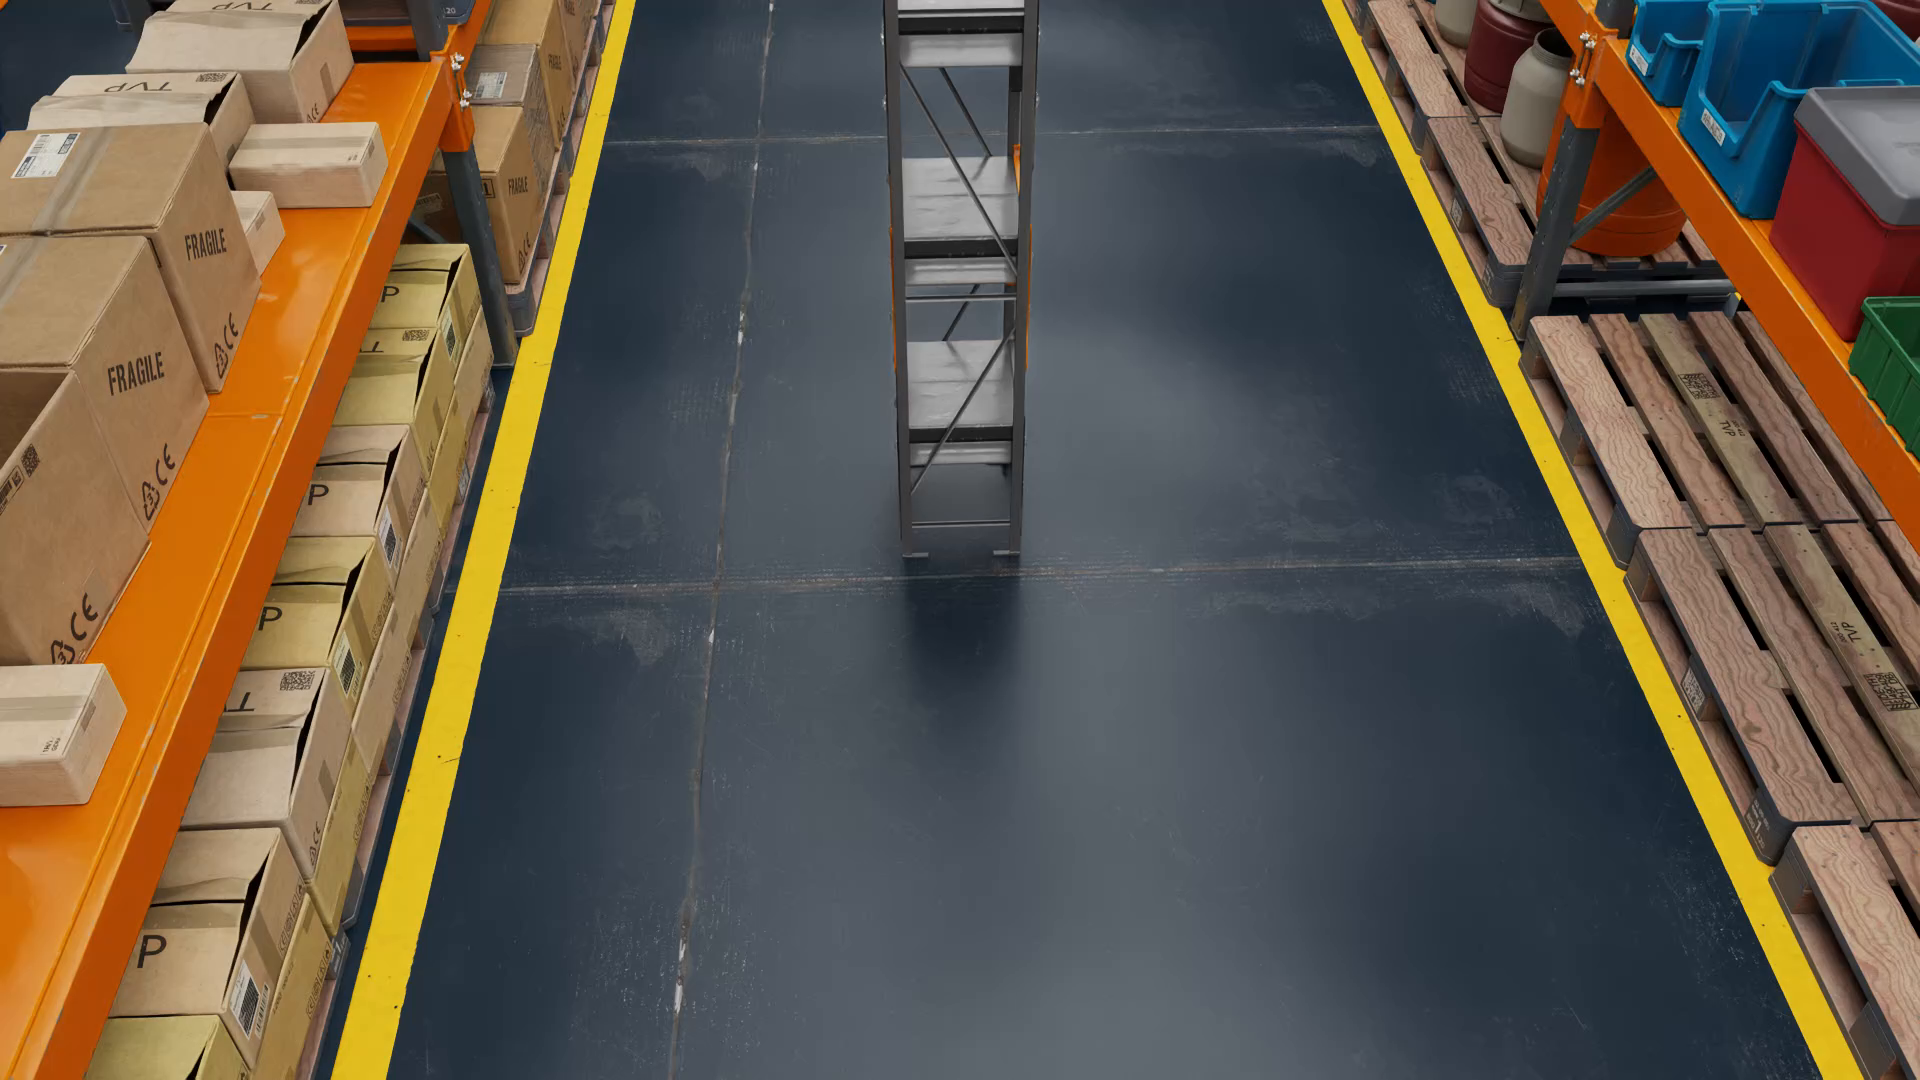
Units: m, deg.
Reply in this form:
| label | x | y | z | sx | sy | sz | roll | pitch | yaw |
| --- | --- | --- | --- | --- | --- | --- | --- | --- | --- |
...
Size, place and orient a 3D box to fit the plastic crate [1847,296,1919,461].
| label | x | y | z | sx | sy | sz | roll | pitch | yaw |
| --- | --- | --- | --- | --- | --- | --- | --- | --- | --- |
| plastic crate | 2.524 | -0.330 | 4.047 | 0.450 | 0.188 | 0.662 | -2 | 43 | -2 |

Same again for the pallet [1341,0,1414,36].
| label | x | y | z | sx | sy | sz | roll | pitch | yaw |
| --- | --- | --- | --- | --- | --- | --- | --- | --- | --- |
| pallet | 2.532 | -3.091 | 8.966 | 1.003 | 0.211 | 1.213 | -2 | 43 | -2 |

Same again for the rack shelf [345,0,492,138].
| label | x | y | z | sx | sy | sz | roll | pitch | yaw |
| --- | --- | --- | --- | --- | --- | --- | --- | --- | --- |
| rack shelf | -2.324 | -2.886 | 7.211 | 1.077 | 0.370 | 4.000 | -2 | 43 | -2 |

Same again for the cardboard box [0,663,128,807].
| label | x | y | z | sx | sy | sz | roll | pitch | yaw |
| --- | --- | --- | --- | --- | --- | --- | --- | --- | --- |
| cardboard box | -1.902 | 0.388 | 3.293 | 0.380 | 0.149 | 0.250 | -2 | 43 | -2 |

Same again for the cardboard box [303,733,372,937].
| label | x | y | z | sx | sy | sz | roll | pitch | yaw |
| --- | --- | --- | --- | --- | --- | --- | --- | --- | --- |
| cardboard box | -1.883 | 0.784 | 4.399 | 0.500 | 0.250 | 0.500 | -3 | 43 | -3 |

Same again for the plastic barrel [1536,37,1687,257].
| label | x | y | z | sx | sy | sz | roll | pitch | yaw |
| --- | --- | --- | --- | --- | --- | --- | --- | --- | --- |
| plastic barrel | 2.673 | -1.625 | 6.599 | 0.600 | 0.830 | 0.708 | -2 | 43 | -2 |

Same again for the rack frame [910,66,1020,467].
| label | x | y | z | sx | sy | sz | roll | pitch | yaw |
| --- | --- | --- | --- | --- | --- | --- | --- | --- | --- |
| rack frame | -0.017 | -1.051 | 5.342 | 0.400 | 2.100 | 0.015 | -2 | 43 | -2 |

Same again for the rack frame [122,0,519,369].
| label | x | y | z | sx | sy | sz | roll | pitch | yaw |
| --- | --- | --- | --- | --- | --- | --- | --- | --- | --- |
| rack frame | -2.239 | -1.801 | 5.495 | 1.000 | 3.000 | 0.127 | -2 | 43 | -2 |

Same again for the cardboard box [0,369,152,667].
| label | x | y | z | sx | sy | sz | roll | pitch | yaw |
| --- | --- | --- | --- | --- | --- | --- | --- | --- | --- |
| cardboard box | -2.107 | -0.012 | 3.470 | 0.500 | 0.500 | 0.500 | 1 | 43 | 1 |

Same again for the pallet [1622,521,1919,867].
| label | x | y | z | sx | sy | sz | roll | pitch | yaw |
| --- | --- | --- | --- | --- | --- | --- | --- | --- | --- |
| pallet | 2.753 | 0.433 | 5.122 | 1.003 | 0.211 | 1.213 | -2 | 43 | -2 |

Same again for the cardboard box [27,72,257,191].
| label | x | y | z | sx | sy | sz | roll | pitch | yaw |
| --- | --- | --- | --- | --- | --- | --- | --- | --- | --- |
| cardboard box | -2.394 | -1.159 | 4.861 | 0.500 | 0.311 | 0.500 | -2 | 43 | -2 |

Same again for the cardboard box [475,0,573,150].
| label | x | y | z | sx | sy | sz | roll | pitch | yaw |
| --- | --- | --- | --- | --- | --- | --- | --- | --- | --- |
| cardboard box | -2.016 | -2.049 | 7.290 | 0.500 | 0.500 | 0.500 | -2 | 43 | -2 |

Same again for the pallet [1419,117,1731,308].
| label | x | y | z | sx | sy | sz | roll | pitch | yaw |
| --- | --- | --- | --- | --- | --- | --- | --- | --- | --- |
| pallet | 2.635 | -1.444 | 7.169 | 1.003 | 0.211 | 1.213 | -2 | 43 | -2 |

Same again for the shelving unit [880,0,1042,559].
| label | x | y | z | sx | sy | sz | roll | pitch | yaw |
| --- | --- | --- | --- | --- | --- | --- | --- | --- | --- |
| shelving unit | -0.007 | -0.886 | 5.162 | 0.431 | 2.100 | 0.503 | -2 | 43 | -2 |

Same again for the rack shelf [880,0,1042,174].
| label | x | y | z | sx | sy | sz | roll | pitch | yaw |
| --- | --- | --- | --- | --- | --- | --- | --- | --- | --- |
| rack shelf | -0.007 | -1.392 | 4.699 | 0.431 | 0.518 | 0.480 | -2 | 43 | -2 |

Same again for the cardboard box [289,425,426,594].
| label | x | y | z | sx | sy | sz | roll | pitch | yaw |
| --- | --- | --- | --- | --- | --- | --- | --- | --- | --- |
| cardboard box | -1.923 | -0.111 | 4.960 | 0.500 | 0.311 | 0.500 | -2 | 43 | -2 |

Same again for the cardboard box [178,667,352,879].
| label | x | y | z | sx | sy | sz | roll | pitch | yaw |
| --- | --- | --- | --- | --- | --- | --- | --- | --- | --- |
| cardboard box | -1.877 | 0.578 | 4.209 | 0.500 | 0.311 | 0.500 | -3 | 43 | -3 |

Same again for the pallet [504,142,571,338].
| label | x | y | z | sx | sy | sz | roll | pitch | yaw |
| --- | --- | --- | --- | --- | --- | --- | --- | --- | --- |
| pallet | -2.232 | -1.278 | 6.989 | 1.003 | 0.211 | 1.213 | -2 | 43 | -2 |

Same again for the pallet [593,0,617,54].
| label | x | y | z | sx | sy | sz | roll | pitch | yaw |
| --- | --- | --- | --- | --- | --- | --- | --- | --- | --- |
| pallet | -2.336 | -2.926 | 8.786 | 1.003 | 0.211 | 1.213 | -2 | 43 | -2 |

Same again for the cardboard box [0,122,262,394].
| label | x | y | z | sx | sy | sz | roll | pitch | yaw |
| --- | --- | --- | --- | --- | --- | --- | --- | --- | --- |
| cardboard box | -2.151 | -0.706 | 4.226 | 0.500 | 0.500 | 0.500 | -4 | 43 | -4 |

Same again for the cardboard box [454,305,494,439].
| label | x | y | z | sx | sy | sz | roll | pitch | yaw |
| --- | --- | --- | --- | --- | --- | --- | --- | --- | --- |
| cardboard box | -1.973 | -0.594 | 5.903 | 0.500 | 0.250 | 0.500 | -1 | 43 | -1 |

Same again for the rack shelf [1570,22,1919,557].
| label | x | y | z | sx | sy | sz | roll | pitch | yaw |
| --- | --- | --- | --- | --- | --- | --- | --- | --- | --- |
| rack shelf | 2.795 | -0.325 | 4.418 | 1.077 | 0.370 | 4.000 | -2 | 43 | -2 |

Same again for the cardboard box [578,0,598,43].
| label | x | y | z | sx | sy | sz | roll | pitch | yaw |
| --- | --- | --- | --- | --- | --- | --- | --- | --- | --- |
| cardboard box | -2.068 | -2.745 | 8.049 | 0.500 | 0.500 | 0.500 | -1 | 43 | -1 |

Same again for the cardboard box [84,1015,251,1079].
| label | x | y | z | sx | sy | sz | roll | pitch | yaw |
| --- | --- | --- | --- | --- | --- | --- | --- | --- | --- |
| cardboard box | -1.837 | 1.265 | 3.459 | 0.500 | 0.311 | 0.500 | -2 | 43 | -2 |

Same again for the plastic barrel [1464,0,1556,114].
| label | x | y | z | sx | sy | sz | roll | pitch | yaw |
| --- | --- | --- | --- | --- | --- | --- | --- | --- | --- |
| plastic barrel | 2.625 | -2.299 | 7.512 | 0.600 | 0.588 | 0.708 | -2 | 43 | -2 |

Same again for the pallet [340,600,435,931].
| label | x | y | z | sx | sy | sz | roll | pitch | yaw |
| --- | --- | --- | --- | --- | --- | --- | --- | --- | --- |
| pallet | -2.194 | 0.605 | 4.934 | 1.003 | 0.211 | 1.213 | -2 | 43 | -2 |

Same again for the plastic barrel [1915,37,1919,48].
| label | x | y | z | sx | sy | sz | roll | pitch | yaw |
| --- | --- | --- | --- | --- | --- | --- | --- | --- | --- |
| plastic barrel | 2.968 | -1.294 | 4.859 | 0.421 | 0.512 | 0.421 | 0 | 43 | 0 |

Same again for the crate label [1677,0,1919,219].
| label | x | y | z | sx | sy | sz | roll | pitch | yaw |
| --- | --- | --- | --- | --- | --- | --- | --- | --- | --- |
| crate label | 2.482 | -1.275 | 4.895 | 0.502 | 0.435 | 0.616 | -2 | 43 | -2 |

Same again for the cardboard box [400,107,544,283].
| label | x | y | z | sx | sy | sz | roll | pitch | yaw |
| --- | --- | --- | --- | --- | --- | --- | --- | --- | --- |
| cardboard box | -1.972 | -1.357 | 6.535 | 0.500 | 0.500 | 0.500 | 0 | 43 | 0 |

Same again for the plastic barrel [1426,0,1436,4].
| label | x | y | z | sx | sy | sz | roll | pitch | yaw |
| --- | --- | --- | --- | --- | --- | --- | --- | --- | --- |
| plastic barrel | 2.577 | -3.177 | 8.238 | 0.600 | 0.901 | 0.708 | -2 | 43 | -2 |

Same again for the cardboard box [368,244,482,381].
| label | x | y | z | sx | sy | sz | roll | pitch | yaw |
| --- | --- | --- | --- | --- | --- | --- | --- | --- | --- |
| cardboard box | -1.970 | -0.803 | 5.715 | 0.500 | 0.311 | 0.500 | -1 | 43 | -1 |

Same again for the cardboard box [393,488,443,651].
| label | x | y | z | sx | sy | sz | roll | pitch | yaw |
| --- | --- | --- | --- | --- | --- | --- | --- | --- | --- |
| cardboard box | -1.929 | 0.093 | 5.153 | 0.500 | 0.250 | 0.500 | -1 | 43 | -1 |

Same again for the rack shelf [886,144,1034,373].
| label | x | y | z | sx | sy | sz | roll | pitch | yaw |
| --- | --- | --- | --- | --- | --- | --- | --- | --- | --- |
| rack shelf | -0.007 | -0.876 | 5.172 | 0.431 | 0.518 | 0.480 | -2 | 43 | -2 |
